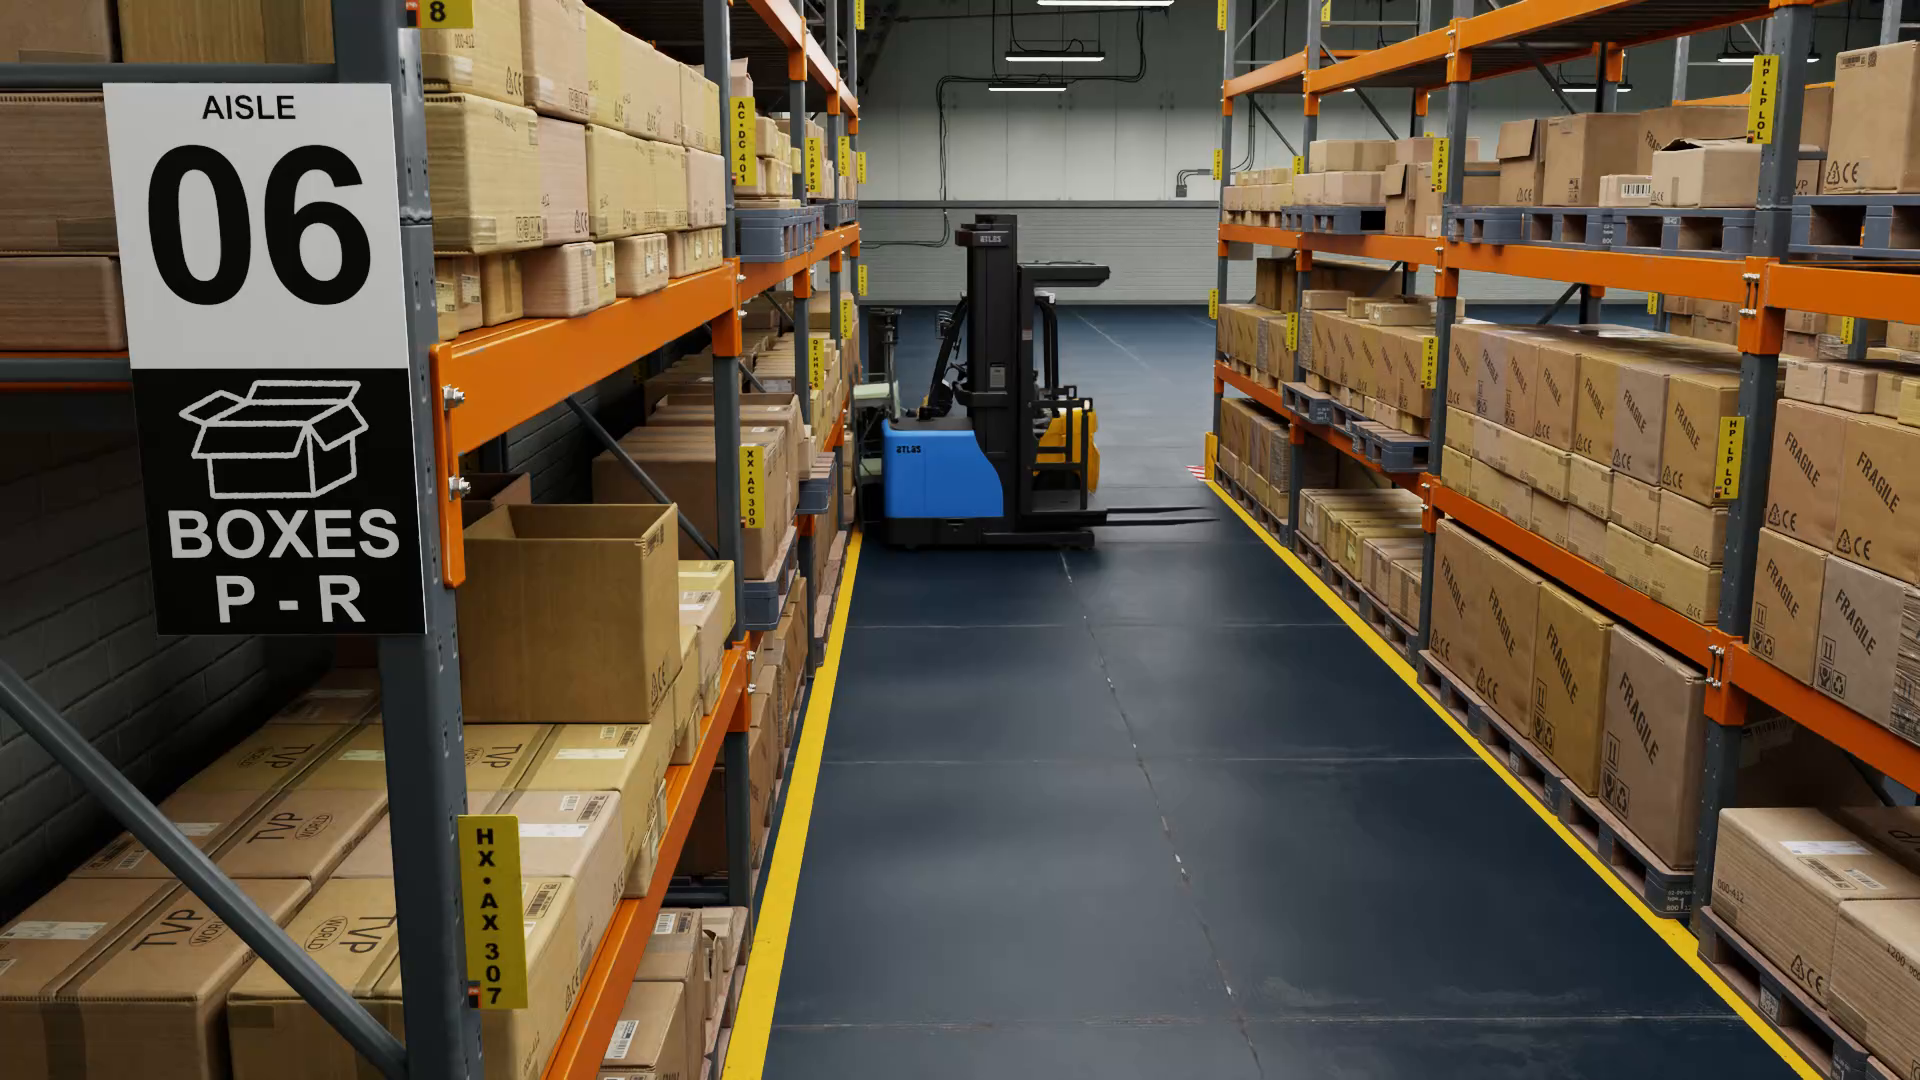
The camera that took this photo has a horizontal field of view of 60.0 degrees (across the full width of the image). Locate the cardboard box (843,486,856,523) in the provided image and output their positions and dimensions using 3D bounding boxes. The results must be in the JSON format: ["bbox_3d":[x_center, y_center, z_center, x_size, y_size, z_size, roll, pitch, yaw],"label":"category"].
[{"bbox_3d":[-1.209,-0.326,15.170,0.500,0.250,0.500,0,11,-1],"label":"cardboard box"}]

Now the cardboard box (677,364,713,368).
[{"bbox_3d":[-1.718,-1.109,11.288,0.380,0.149,0.250,0,11,-1],"label":"cardboard box"}]

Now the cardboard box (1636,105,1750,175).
[{"bbox_3d":[3.841,-1.972,8.572,0.500,0.500,0.500,0,11,-1],"label":"cardboard box"}]

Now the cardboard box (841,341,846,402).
[{"bbox_3d":[-1.279,-1.508,14.888,0.500,0.500,0.500,-1,11,-3],"label":"cardboard box"}]

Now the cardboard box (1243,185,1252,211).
[{"bbox_3d":[3.130,-3.425,16.671,0.500,0.250,0.500,0,11,1],"label":"cardboard box"}]

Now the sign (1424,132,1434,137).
[{"bbox_3d":[3.987,-3.310,14.188,0.100,0.325,0.005,0,11,-1],"label":"sign"}]

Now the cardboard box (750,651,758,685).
[{"bbox_3d":[-1.193,0.639,8.154,0.380,0.149,0.250,0,11,-1],"label":"cardboard box"}]

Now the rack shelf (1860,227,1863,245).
[{"bbox_3d":[8.338,-2.947,16.494,1.077,0.370,4.000,0,11,-1],"label":"rack shelf"}]

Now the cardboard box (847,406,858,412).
[{"bbox_3d":[-1.255,-1.221,17.070,0.500,0.250,0.500,0,11,0],"label":"cardboard box"}]

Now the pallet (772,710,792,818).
[{"bbox_3d":[-1.448,1.182,8.891,1.003,0.211,1.213,0,11,-1],"label":"pallet"}]

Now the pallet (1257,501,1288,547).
[{"bbox_3d":[3.383,-0.158,15.497,1.003,0.211,1.213,0,11,-1],"label":"pallet"}]

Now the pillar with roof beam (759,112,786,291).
[{"bbox_3d":[1.680,-6.173,23.047,9.100,9.000,0.400,0,11,-1],"label":"pillar with roof beam"}]

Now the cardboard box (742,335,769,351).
[{"bbox_3d":[-1.785,-1.613,13.771,0.380,0.149,0.250,-1,11,-3],"label":"cardboard box"}]

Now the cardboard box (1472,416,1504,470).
[{"bbox_3d":[3.288,-0.563,9.600,0.500,0.250,0.500,0,11,0],"label":"cardboard box"}]

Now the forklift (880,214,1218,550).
[{"bbox_3d":[0.798,-1.448,15.015,3.031,2.935,1.130,-1,11,-4],"label":"forklift"}]

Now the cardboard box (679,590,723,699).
[{"bbox_3d":[-1.085,0.348,5.620,0.500,0.250,0.500,0,11,-1],"label":"cardboard box"}]

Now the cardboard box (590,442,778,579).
[{"bbox_3d":[-1.151,-0.132,7.046,0.700,0.500,0.500,0,11,0],"label":"cardboard box"}]

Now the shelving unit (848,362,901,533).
[{"bbox_3d":[-0.765,-0.885,15.717,0.431,1.500,0.755,-4,12,2],"label":"shelving unit"}]

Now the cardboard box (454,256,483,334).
[{"bbox_3d":[-1.088,-0.448,3.000,0.380,0.149,0.250,0,11,0],"label":"cardboard box"}]

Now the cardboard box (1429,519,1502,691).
[{"bbox_3d":[3.446,0.377,10.134,0.875,0.875,0.875,0,11,-2],"label":"cardboard box"}]

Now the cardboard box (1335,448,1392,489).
[{"bbox_3d":[3.690,-0.735,15.303,0.500,0.500,0.500,0,11,2],"label":"cardboard box"}]

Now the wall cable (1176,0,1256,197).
[{"bbox_3d":[7.633,-13.220,49.227,2.305,6.003,0.169,0,11,-1],"label":"wall cable"}]

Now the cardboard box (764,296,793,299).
[{"bbox_3d":[-1.808,-2.404,16.924,0.380,0.149,0.250,0,11,1],"label":"cardboard box"}]

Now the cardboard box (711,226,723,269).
[{"bbox_3d":[-1.062,-1.056,6.000,0.380,0.149,0.250,0,11,-2],"label":"cardboard box"}]

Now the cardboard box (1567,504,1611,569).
[{"bbox_3d":[3.335,-0.017,8.167,0.500,0.250,0.500,-1,11,-3],"label":"cardboard box"}]

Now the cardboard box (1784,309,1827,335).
[{"bbox_3d":[8.278,-2.217,15.538,0.875,0.550,0.550,0,11,-1],"label":"cardboard box"}]

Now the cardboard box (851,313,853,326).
[{"bbox_3d":[-1.275,-2.209,16.712,0.380,0.149,0.250,0,11,-1],"label":"cardboard box"}]

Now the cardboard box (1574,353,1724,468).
[{"bbox_3d":[3.328,-0.631,8.051,0.500,0.500,0.500,0,11,1],"label":"cardboard box"}]

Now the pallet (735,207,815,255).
[{"bbox_3d":[-1.333,-1.494,7.996,1.213,0.211,1.003,0,11,-1],"label":"pallet"}]

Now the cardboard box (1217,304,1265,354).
[{"bbox_3d":[3.082,-2.286,17.972,0.500,0.500,0.500,0,11,-2],"label":"cardboard box"}]

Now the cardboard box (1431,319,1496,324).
[{"bbox_3d":[3.699,-1.395,12.528,0.500,0.500,0.500,-1,11,-3],"label":"cardboard box"}]

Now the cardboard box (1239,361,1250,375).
[{"bbox_3d":[3.092,-1.790,17.158,0.380,0.149,0.250,0,11,0],"label":"cardboard box"}]

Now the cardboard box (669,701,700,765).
[{"bbox_3d":[-1.038,0.612,5.321,0.380,0.149,0.250,0,11,-2],"label":"cardboard box"}]

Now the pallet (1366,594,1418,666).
[{"bbox_3d":[3.500,0.615,11.686,1.003,0.211,1.213,0,11,-1],"label":"pallet"}]

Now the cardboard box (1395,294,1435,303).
[{"bbox_3d":[3.695,-1.882,13.294,0.380,0.149,0.250,-1,11,-3],"label":"cardboard box"}]

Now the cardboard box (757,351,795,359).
[{"bbox_3d":[-1.299,-1.314,12.300,0.380,0.149,0.250,0,11,-1],"label":"cardboard box"}]

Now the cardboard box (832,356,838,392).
[{"bbox_3d":[-1.247,-1.343,13.443,0.500,0.250,0.500,-1,11,-3],"label":"cardboard box"}]

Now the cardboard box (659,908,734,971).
[{"bbox_3d":[-1.060,1.521,6.321,0.380,0.149,0.250,-1,11,-3],"label":"cardboard box"}]

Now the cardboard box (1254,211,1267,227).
[{"bbox_3d":[3.108,-3.157,16.353,0.380,0.149,0.250,-1,11,-3],"label":"cardboard box"}]

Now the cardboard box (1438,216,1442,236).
[{"bbox_3d":[3.298,-2.005,10.674,0.380,0.149,0.250,0,11,-1],"label":"cardboard box"}]

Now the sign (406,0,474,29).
[{"bbox_3d":[-0.740,-0.885,2.326,0.100,0.325,0.005,0,11,-1],"label":"sign"}]

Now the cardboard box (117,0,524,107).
[{"bbox_3d":[-1.040,-0.861,2.777,0.500,0.250,0.500,0,11,-2],"label":"cardboard box"}]

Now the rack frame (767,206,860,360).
[{"bbox_3d":[-1.613,-2.165,18.377,1.000,3.000,0.127,0,11,-1],"label":"rack frame"}]

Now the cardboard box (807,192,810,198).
[{"bbox_3d":[-1.151,-2.256,10.560,0.380,0.166,0.250,0,11,-1],"label":"cardboard box"}]

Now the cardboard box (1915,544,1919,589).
[{"bbox_3d":[3.369,-0.042,5.146,0.500,0.500,0.500,0,11,0],"label":"cardboard box"}]

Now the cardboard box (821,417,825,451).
[{"bbox_3d":[-1.236,-0.793,11.991,0.500,0.250,0.500,-1,11,-3],"label":"cardboard box"}]

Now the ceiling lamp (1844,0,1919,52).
[{"bbox_3d":[23.494,-13.128,42.646,2.000,3.185,0.800,0,11,-1],"label":"ceiling lamp"}]

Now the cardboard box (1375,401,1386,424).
[{"bbox_3d":[3.148,-0.896,11.697,0.380,0.149,0.250,-1,11,-4],"label":"cardboard box"}]

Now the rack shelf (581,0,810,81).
[{"bbox_3d":[-1.406,-2.569,8.094,1.077,0.370,4.000,0,11,-1],"label":"rack shelf"}]

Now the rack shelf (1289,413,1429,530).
[{"bbox_3d":[3.474,-0.641,12.674,1.077,0.370,4.000,0,11,-1],"label":"rack shelf"}]

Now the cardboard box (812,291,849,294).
[{"bbox_3d":[-1.395,-2.607,17.927,0.380,0.149,0.250,0,11,-1],"label":"cardboard box"}]

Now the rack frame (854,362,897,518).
[{"bbox_3d":[-0.760,-0.962,16.075,0.400,1.500,0.023,-4,12,2],"label":"rack frame"}]

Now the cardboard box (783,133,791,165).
[{"bbox_3d":[-1.023,-1.894,8.074,0.380,0.149,0.250,0,11,-1],"label":"cardboard box"}]

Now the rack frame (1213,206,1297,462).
[{"bbox_3d":[3.350,-2.186,18.482,1.000,3.000,0.127,0,11,-1],"label":"rack frame"}]

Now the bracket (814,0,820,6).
[{"bbox_3d":[-2.331,-8.519,25.556,0.076,0.066,4.783,0,11,-1],"label":"bracket"}]
